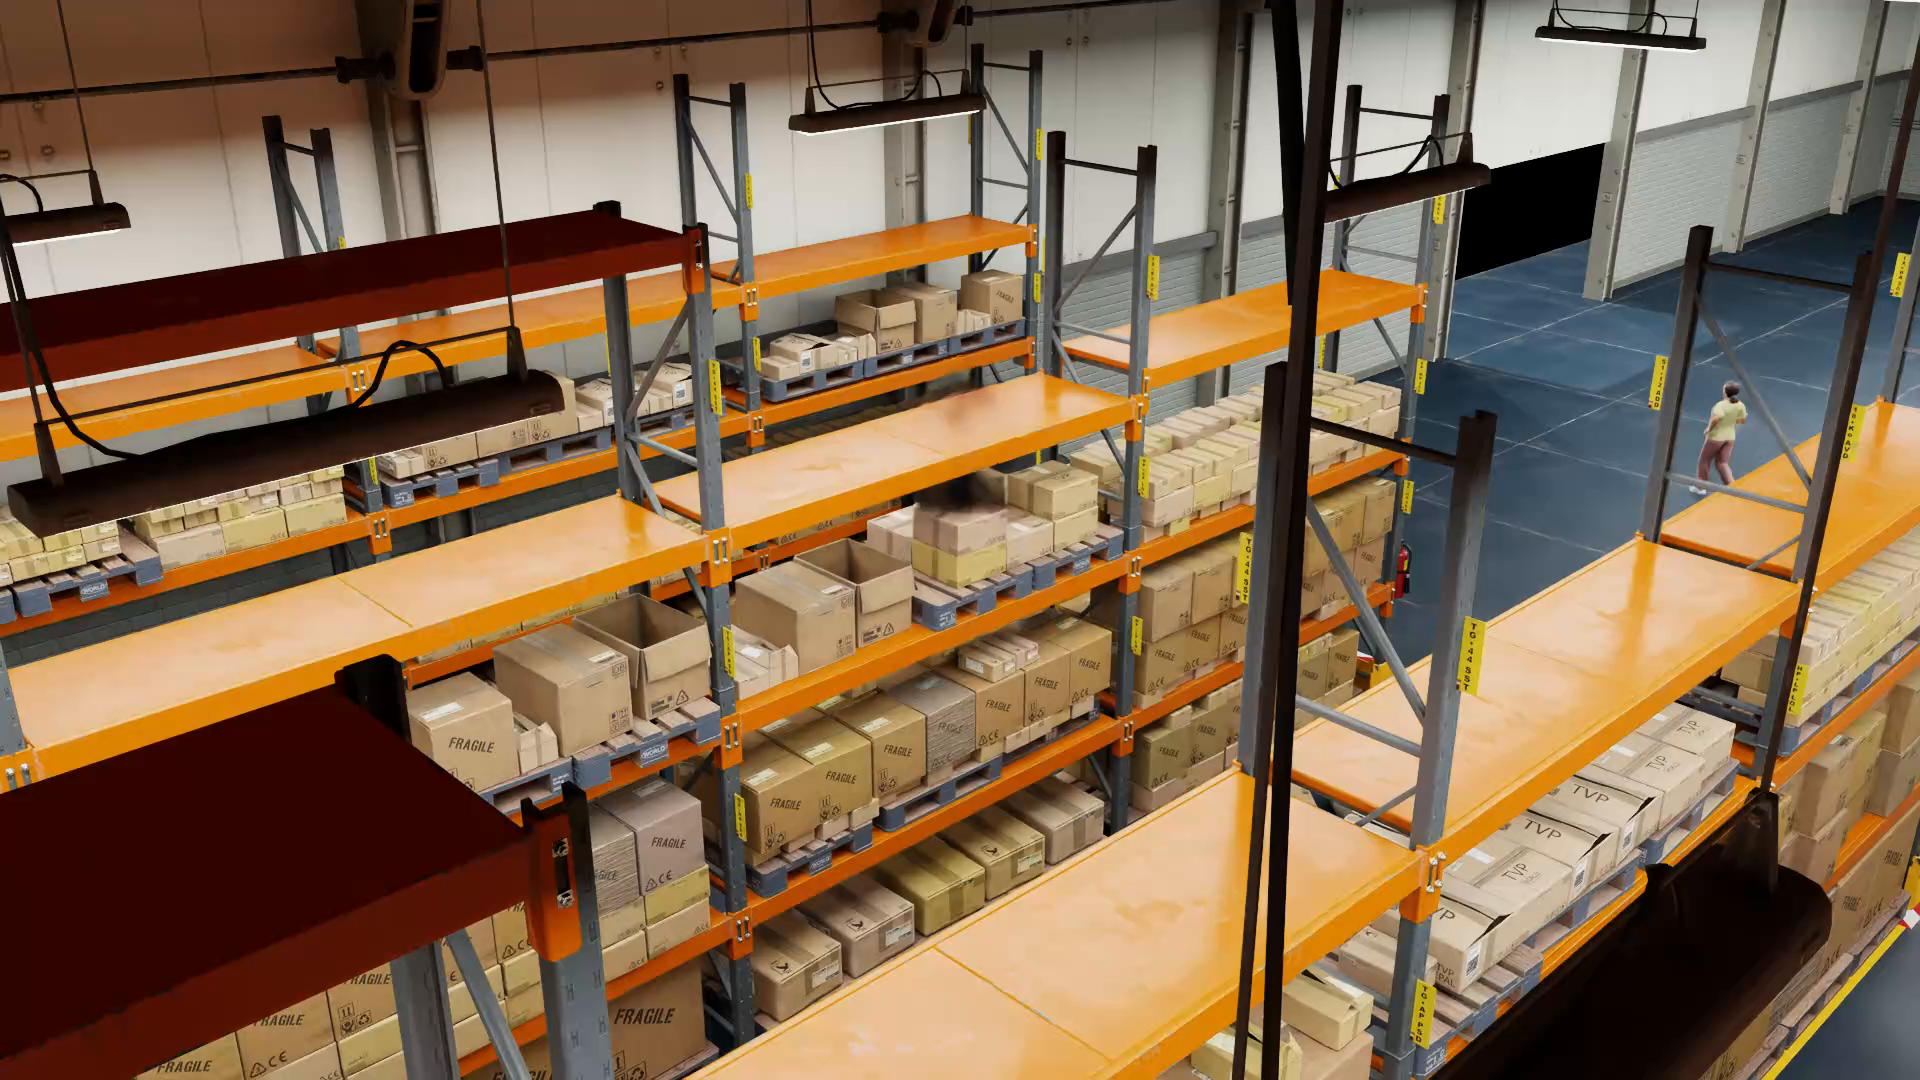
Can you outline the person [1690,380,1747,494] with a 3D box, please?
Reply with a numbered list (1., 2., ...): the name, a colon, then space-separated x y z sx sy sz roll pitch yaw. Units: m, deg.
1. person: 9.965 -1.287 21.773 0.578 1.664 0.934 -3 23 -7
